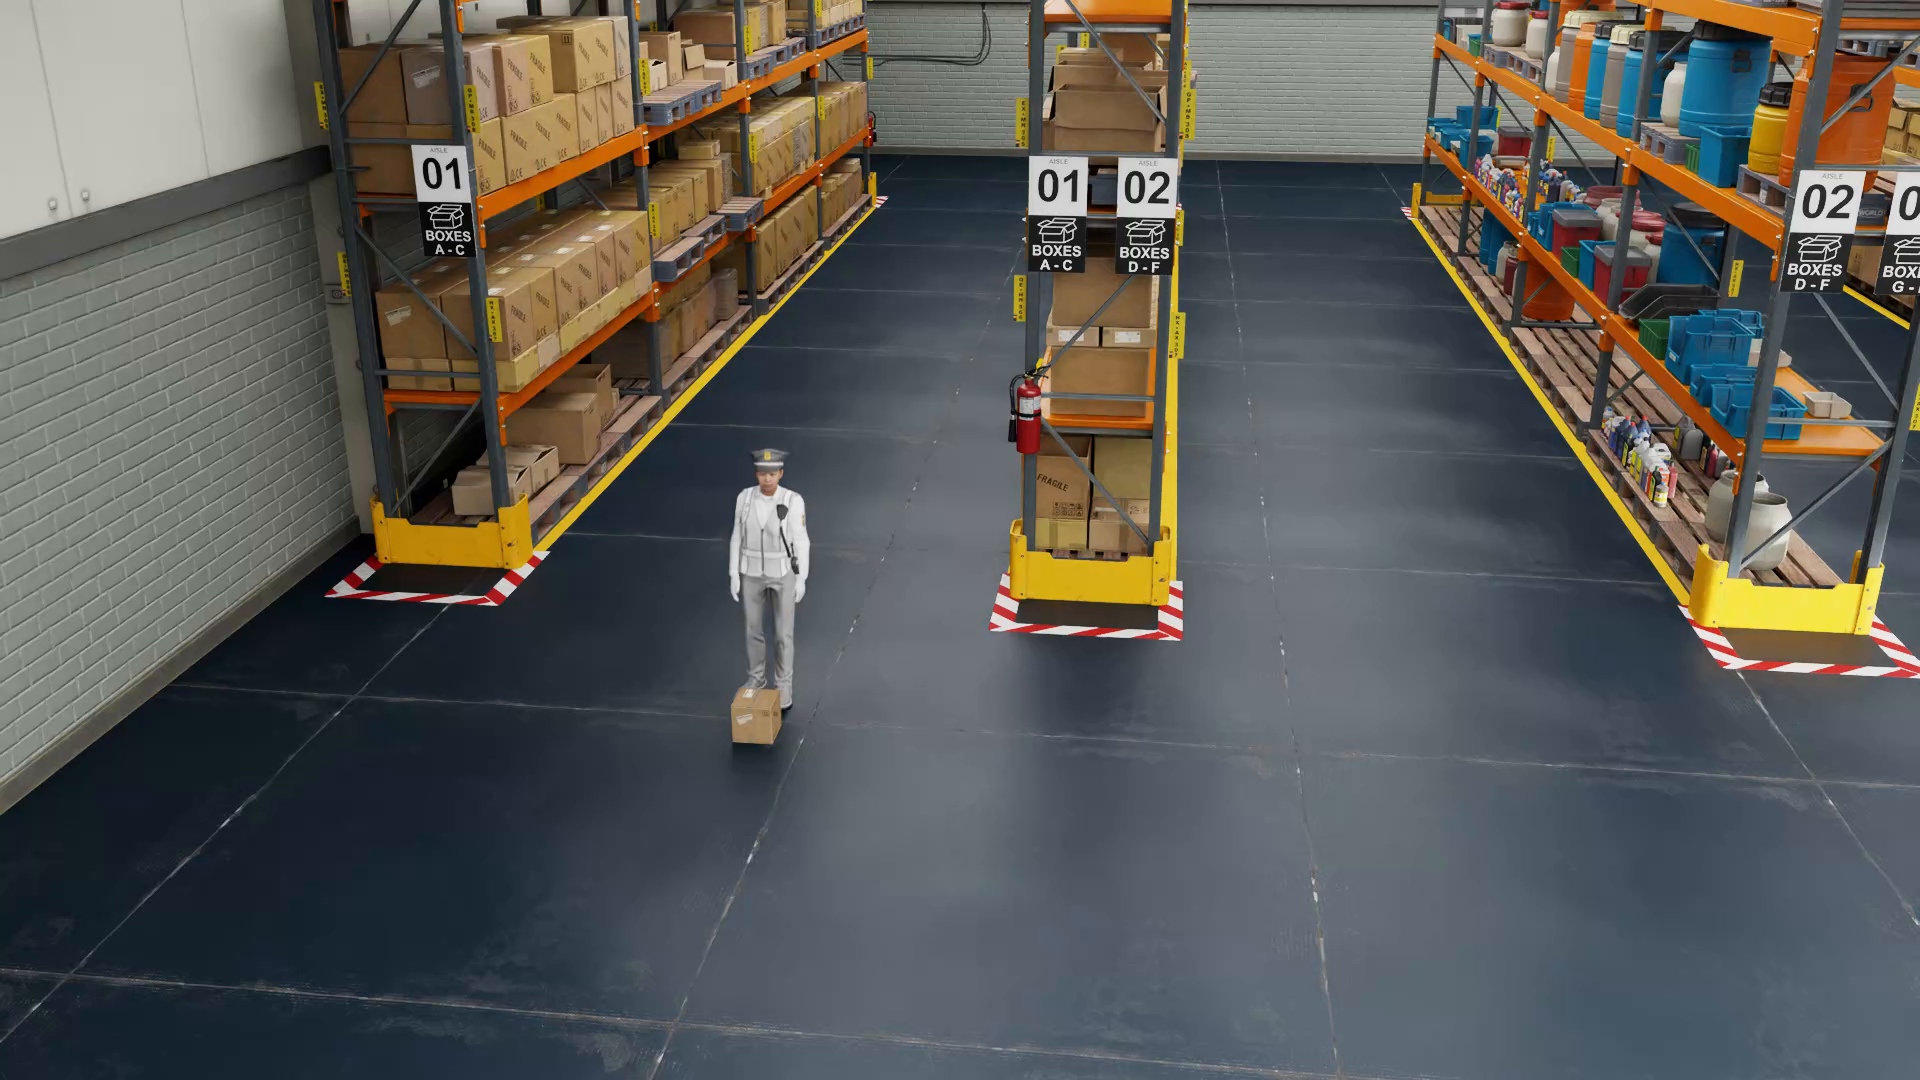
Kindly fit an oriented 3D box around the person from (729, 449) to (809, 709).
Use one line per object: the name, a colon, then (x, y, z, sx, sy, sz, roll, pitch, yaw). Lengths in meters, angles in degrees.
person: (-1.198, 0.240, 10.418, 0.511, 1.719, 0.363, 2, 21, 6)
